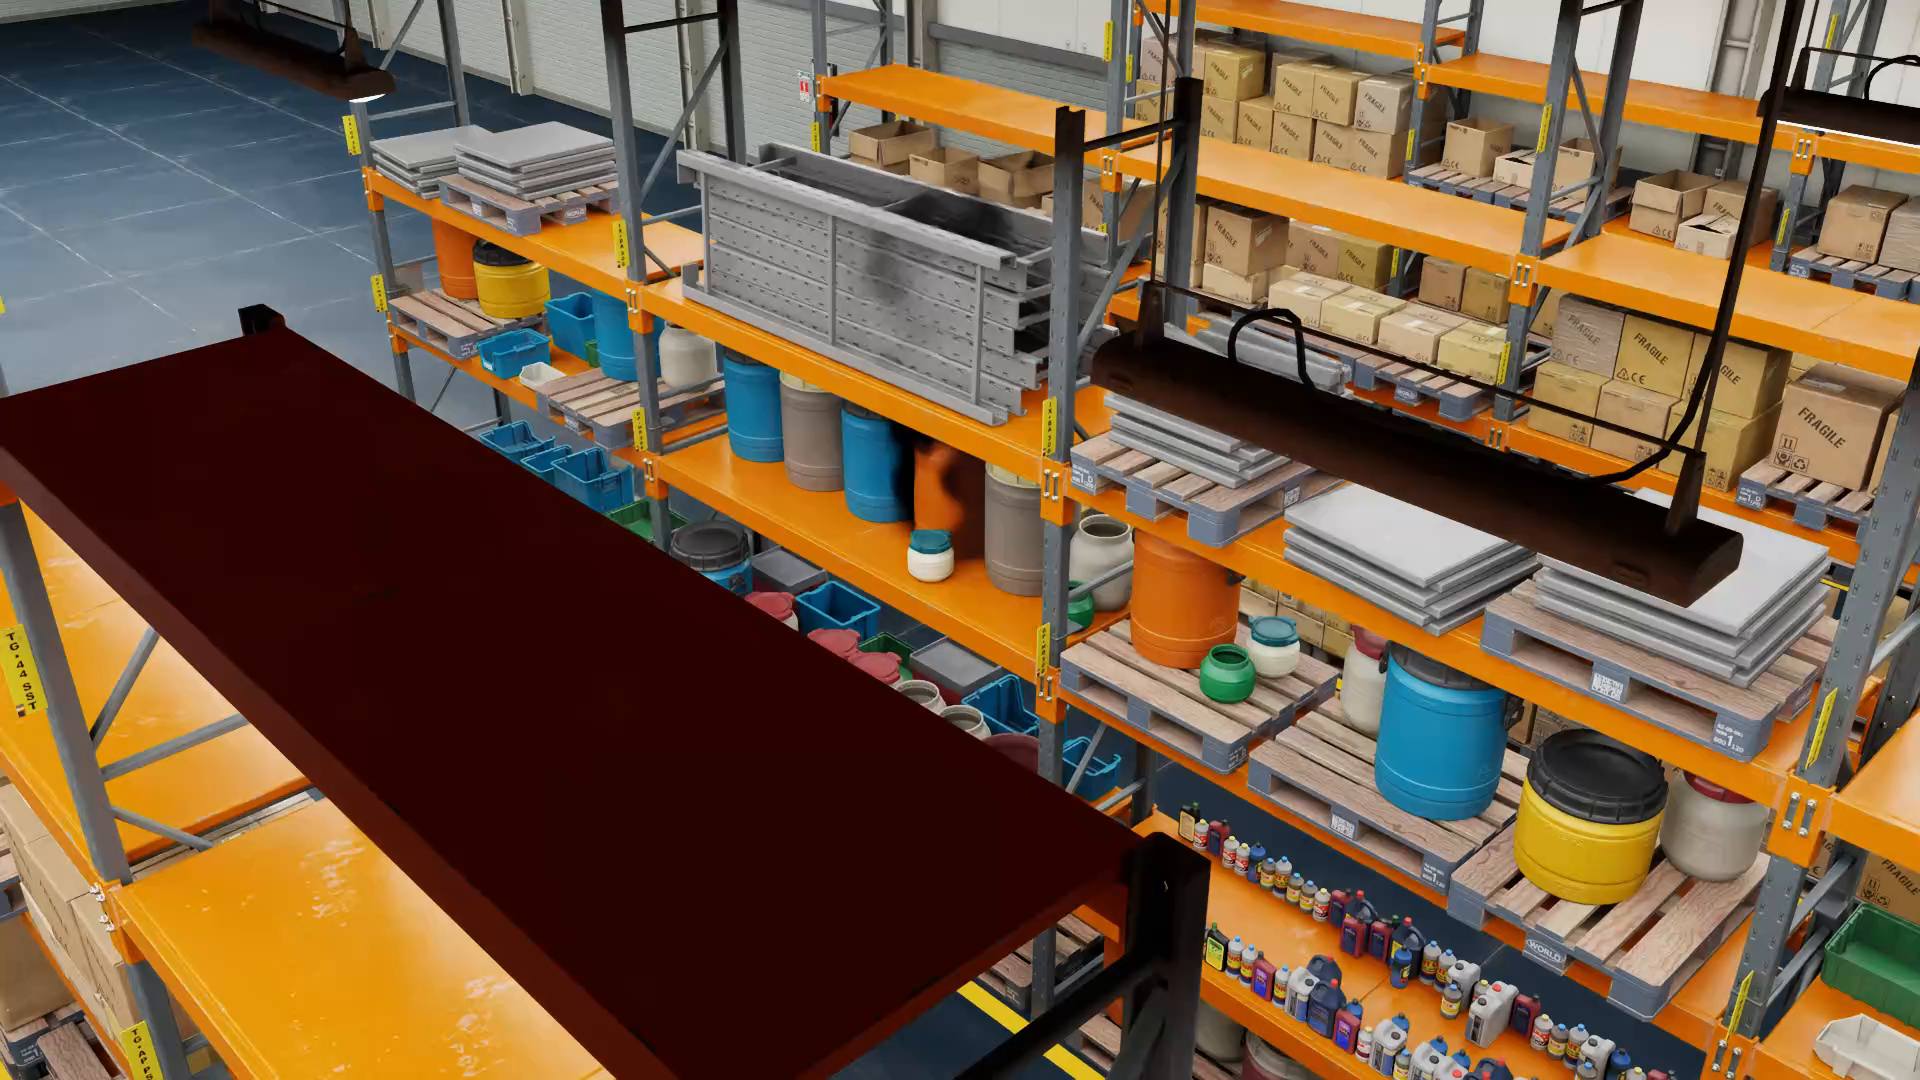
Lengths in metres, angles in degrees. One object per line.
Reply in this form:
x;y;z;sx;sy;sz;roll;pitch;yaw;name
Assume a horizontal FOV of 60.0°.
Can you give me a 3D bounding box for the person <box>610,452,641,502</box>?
-3.276;-0.770;16.502;0.914;1.650;0.566;17;32;28;person
